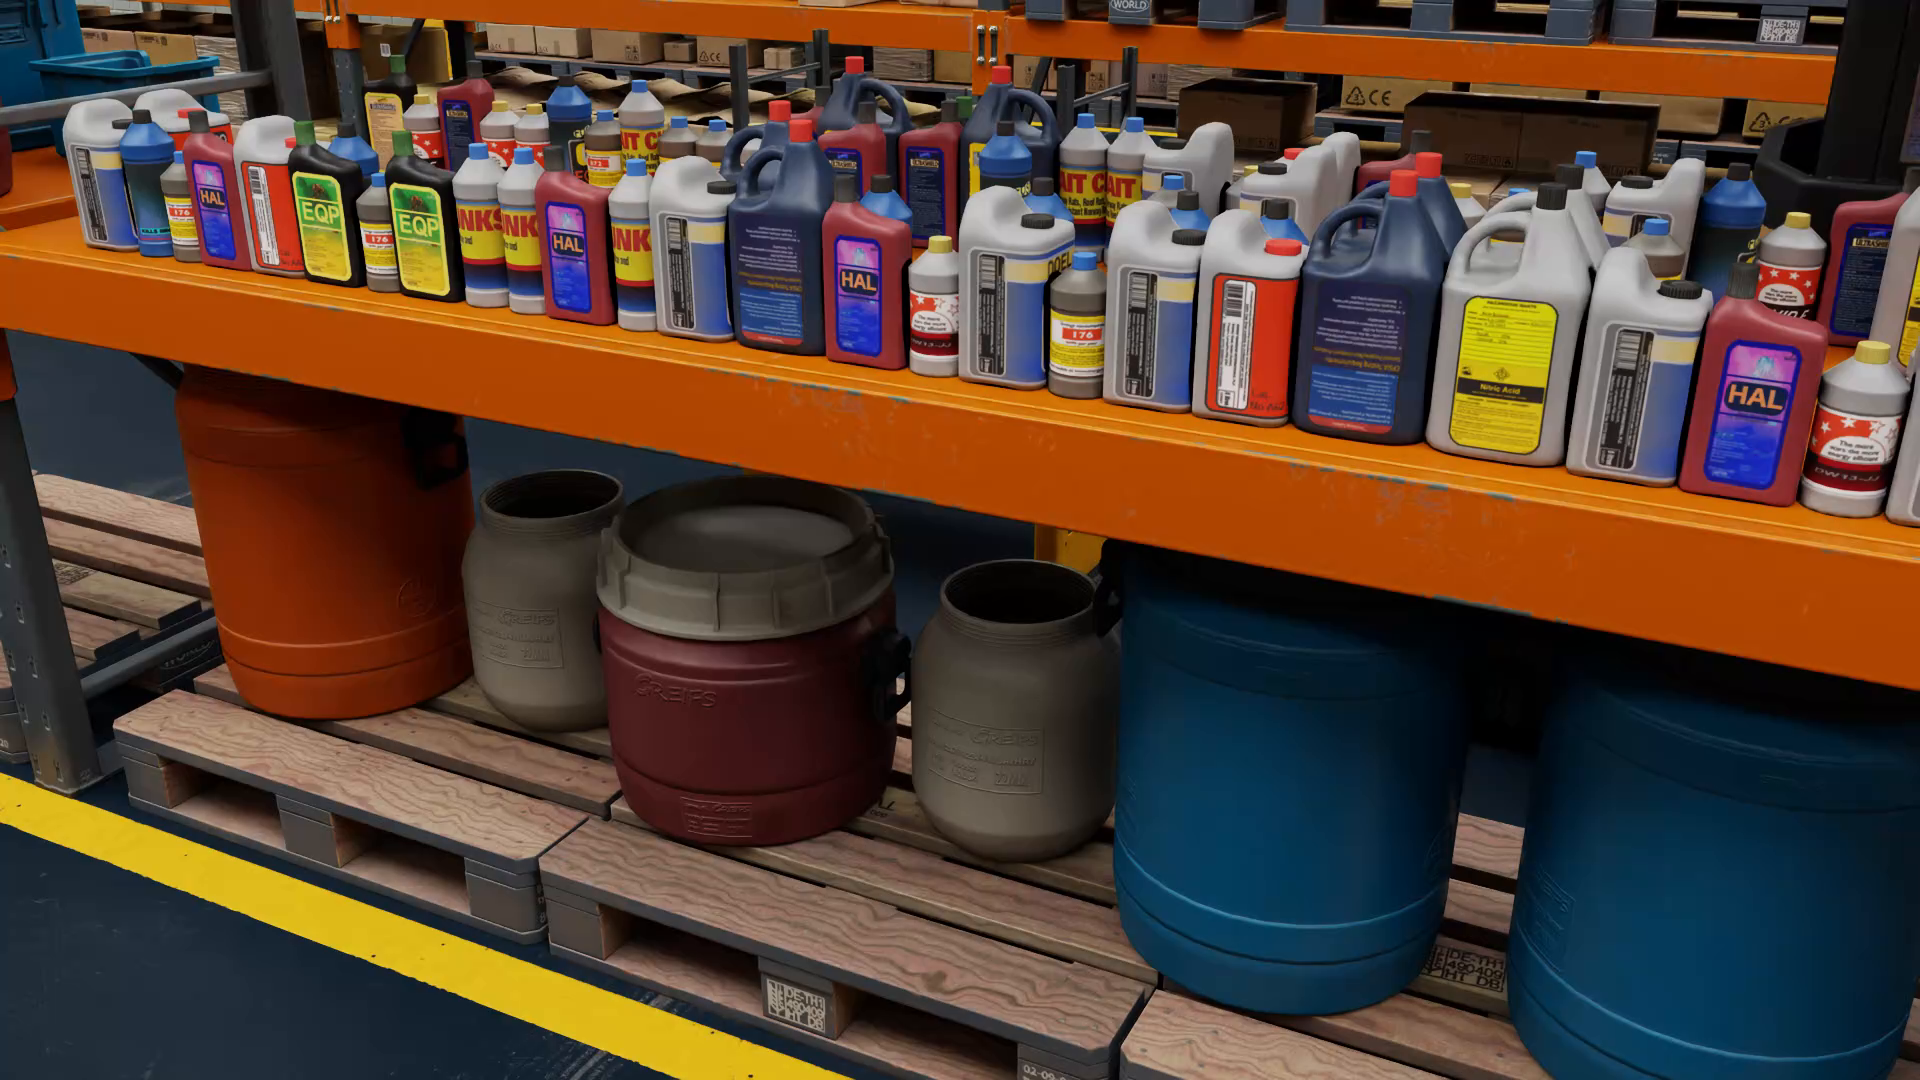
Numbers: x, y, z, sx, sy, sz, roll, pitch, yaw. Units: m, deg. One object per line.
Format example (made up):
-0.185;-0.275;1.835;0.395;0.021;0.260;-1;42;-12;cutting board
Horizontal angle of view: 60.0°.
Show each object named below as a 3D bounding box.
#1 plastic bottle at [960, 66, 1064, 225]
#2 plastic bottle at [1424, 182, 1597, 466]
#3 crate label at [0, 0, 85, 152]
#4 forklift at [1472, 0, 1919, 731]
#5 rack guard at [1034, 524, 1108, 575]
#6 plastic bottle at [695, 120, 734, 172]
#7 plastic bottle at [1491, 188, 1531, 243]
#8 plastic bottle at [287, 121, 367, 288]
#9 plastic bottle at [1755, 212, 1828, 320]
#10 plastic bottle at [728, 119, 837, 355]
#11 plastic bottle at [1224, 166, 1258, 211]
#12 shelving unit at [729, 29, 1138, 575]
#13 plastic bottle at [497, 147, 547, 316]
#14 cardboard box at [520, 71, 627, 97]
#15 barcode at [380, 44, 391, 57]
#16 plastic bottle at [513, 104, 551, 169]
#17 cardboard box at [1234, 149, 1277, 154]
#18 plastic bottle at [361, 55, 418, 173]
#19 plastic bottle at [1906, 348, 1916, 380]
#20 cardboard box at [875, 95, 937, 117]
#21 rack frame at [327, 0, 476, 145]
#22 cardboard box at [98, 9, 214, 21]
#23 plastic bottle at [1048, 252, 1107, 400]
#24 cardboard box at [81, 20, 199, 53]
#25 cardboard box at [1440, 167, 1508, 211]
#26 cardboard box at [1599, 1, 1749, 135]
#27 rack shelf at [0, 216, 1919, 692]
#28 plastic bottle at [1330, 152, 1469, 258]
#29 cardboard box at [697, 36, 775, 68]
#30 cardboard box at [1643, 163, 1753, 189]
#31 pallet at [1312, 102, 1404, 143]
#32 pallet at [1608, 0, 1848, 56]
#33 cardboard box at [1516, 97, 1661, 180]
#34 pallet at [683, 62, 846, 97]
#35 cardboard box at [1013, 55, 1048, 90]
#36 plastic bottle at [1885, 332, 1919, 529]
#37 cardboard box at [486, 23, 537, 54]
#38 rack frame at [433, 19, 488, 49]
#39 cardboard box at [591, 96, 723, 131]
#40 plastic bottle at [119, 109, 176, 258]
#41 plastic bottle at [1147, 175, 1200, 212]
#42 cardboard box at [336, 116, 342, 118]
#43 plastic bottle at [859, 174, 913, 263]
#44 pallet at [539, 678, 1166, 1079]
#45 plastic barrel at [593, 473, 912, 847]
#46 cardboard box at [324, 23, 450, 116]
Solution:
0.099;-0.721;3.176;0.185;0.351;0.144;11;25;25;plastic bottle
0.720;-0.286;2.152;0.185;0.351;0.144;11;25;25;plastic bottle
-2.647;-1.253;4.318;0.616;0.435;0.502;11;25;25;crate label
2.577;-0.824;3.442;3.031;2.935;1.130;11;25;24;forklift
0.376;-0.041;5.026;0.087;0.250;0.587;11;25;25;rack guard
-0.507;-0.782;3.511;0.097;0.201;0.097;0;23;0;plastic bottle
0.942;-0.496;2.837;0.097;0.201;0.097;0;23;0;plastic bottle
-1.130;-0.603;2.983;0.133;0.283;0.061;11;25;25;plastic bottle
1.323;-0.420;2.660;0.097;0.201;0.097;0;23;0;plastic bottle
-0.263;-0.480;2.610;0.185;0.351;0.144;11;25;25;plastic bottle
0.529;-0.577;3.029;0.097;0.201;0.097;0;23;0;plastic bottle
-0.068;-0.704;4.988;1.083;1.500;0.587;11;25;25;shelving unit
-0.726;-0.525;2.816;0.097;0.271;0.097;0;23;0;plastic bottle
-2.256;-2.527;9.620;0.500;0.311;0.500;12;26;26;cardboard box
-3.174;-2.706;9.185;0.075;0.075;0.001;11;25;25;barcode
-0.941;-0.868;3.713;0.097;0.201;0.097;0;23;0;plastic bottle
1.297;-1.665;7.965;0.500;0.500;0.500;12;26;27;cardboard box
-1.329;-0.991;3.896;0.133;0.283;0.061;11;25;25;plastic bottle
1.230;-0.173;2.077;0.097;0.201;0.097;0;23;0;plastic bottle
-0.451;-2.167;8.773;0.500;0.311;0.500;11;25;23;cardboard box
-3.214;-3.402;9.418;0.127;3.000;1.000;11;25;25;rack frame
-5.271;-3.220;11.006;0.500;0.500;0.500;11;25;25;cardboard box
0.178;-0.314;2.409;0.097;0.201;0.097;0;23;0;plastic bottle
-5.068;-2.944;10.357;0.500;0.500;0.500;11;25;25;cardboard box
2.017;-1.297;7.099;0.500;0.500;0.500;10;25;23;cardboard box
4.724;-3.150;11.034;0.750;0.750;0.750;12;26;26;cardboard box
-0.097;-0.283;3.001;4.000;0.370;1.077;11;25;25;rack shelf
0.620;-0.369;2.347;0.185;0.351;0.144;11;25;25;plastic bottle
-1.926;-4.355;14.289;0.500;0.500;0.500;9;25;21;cardboard box
3.123;-1.303;7.113;0.500;0.500;0.500;12;26;25;cardboard box
3.257;-2.978;11.983;1.213;0.211;1.003;11;25;25;pallet
3.262;-2.081;6.555;1.213;0.211;1.003;11;25;25;pallet
2.712;-1.734;7.169;0.500;0.250;0.500;11;26;25;cardboard box
-1.597;-3.956;14.283;1.213;0.211;1.003;11;25;25;pallet
0.603;-3.883;13.180;0.500;0.500;0.700;12;26;25;cardboard box
1.190;-0.160;1.952;0.135;0.276;0.152;11;25;25;plastic bottle
-3.975;-4.651;15.227;0.500;0.311;0.500;8;24;19;cardboard box
-4.552;-5.840;15.148;0.127;3.000;1.000;11;25;25;rack frame
-1.585;-2.157;8.751;0.500;0.311;0.500;12;26;26;cardboard box
-1.551;-0.688;3.200;0.097;0.271;0.097;0;23;0;plastic bottle
0.373;-0.542;2.944;0.097;0.201;0.097;0;23;0;plastic bottle
-3.491;-2.518;10.315;0.500;0.250;0.500;11;25;25;cardboard box
-0.121;-0.432;2.597;0.097;0.271;0.097;0;23;0;plastic bottle
-0.075;0.657;3.436;1.213;0.211;1.003;11;25;25;pallet
-0.430;0.229;3.422;0.708;0.588;0.600;11;25;25;plastic barrel
-3.486;-2.867;10.177;0.500;0.500;0.500;11;25;25;cardboard box
